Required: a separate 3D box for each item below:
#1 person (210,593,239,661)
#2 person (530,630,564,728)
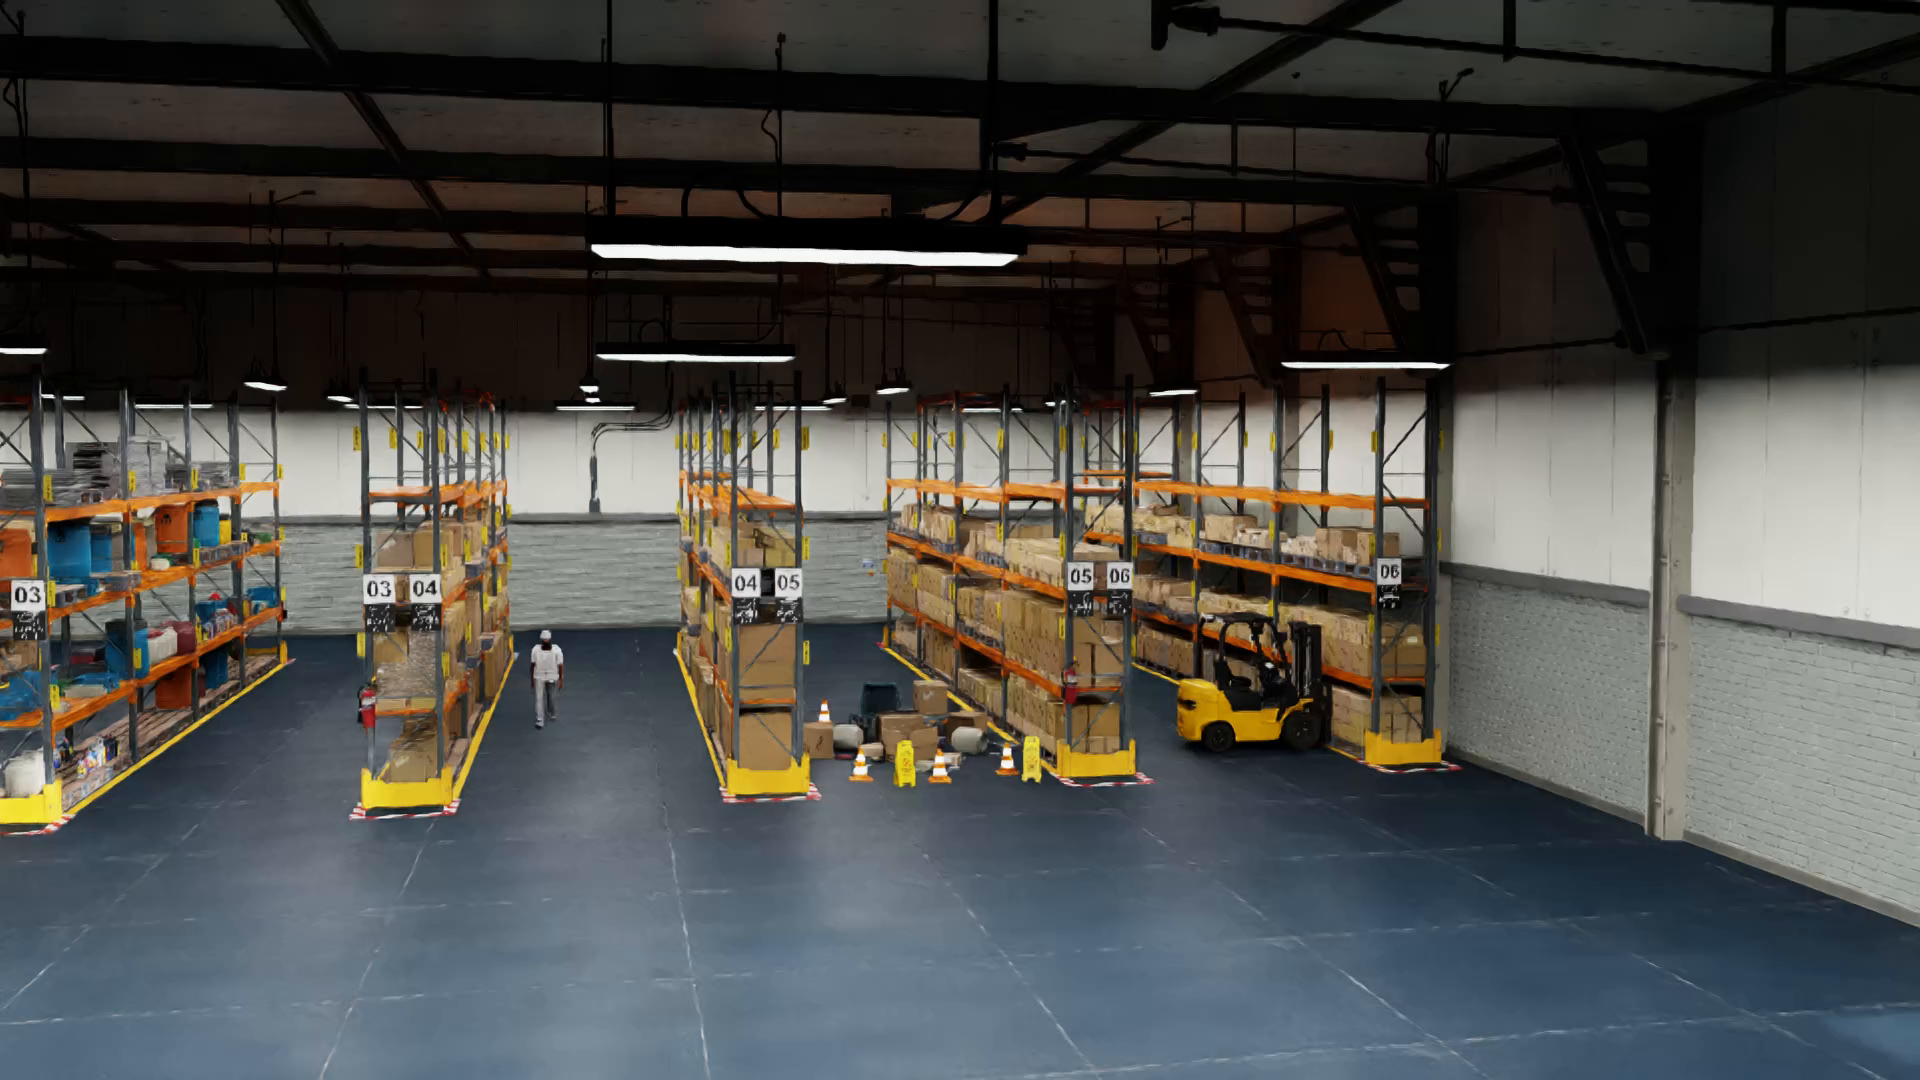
[{"bbox_3d":[-16.072,1.998,36.075,0.591,1.736,0.995,0,3,8],"label":"person"},{"bbox_3d":[-7.239,2.412,29.156,0.575,1.689,1.129,-1,4,-14],"label":"person"}]
